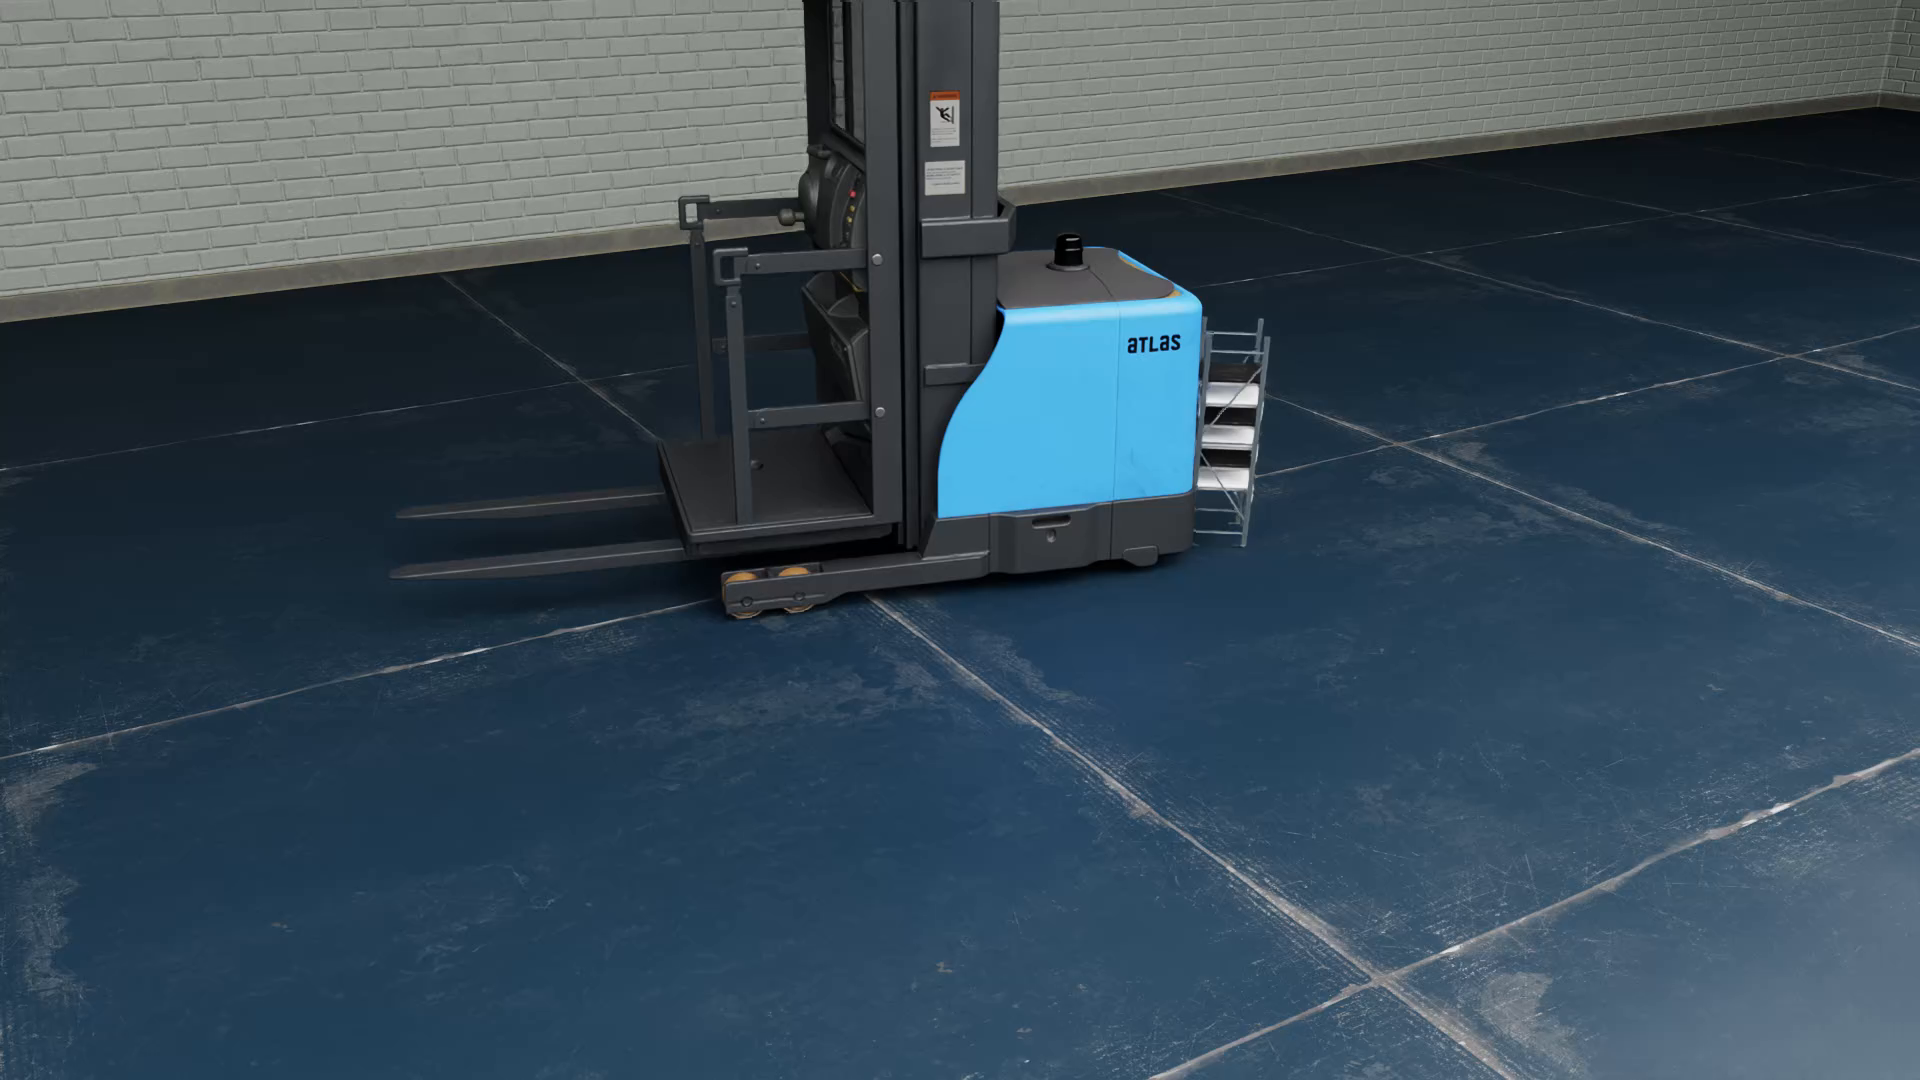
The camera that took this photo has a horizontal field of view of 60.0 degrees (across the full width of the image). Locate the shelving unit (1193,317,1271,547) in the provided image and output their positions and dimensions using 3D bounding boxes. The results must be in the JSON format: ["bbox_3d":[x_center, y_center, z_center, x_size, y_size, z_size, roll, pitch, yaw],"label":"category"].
[{"bbox_3d":[1.052,-0.422,6.620,0.258,0.900,0.210,2,28,1],"label":"shelving unit"}]

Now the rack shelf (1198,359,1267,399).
[{"bbox_3d":[1.058,-0.632,6.510,0.258,0.077,0.200,2,28,1],"label":"rack shelf"}]

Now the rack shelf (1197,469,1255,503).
[{"bbox_3d":[1.047,-0.233,6.718,0.258,0.077,0.200,2,28,1],"label":"rack shelf"}]

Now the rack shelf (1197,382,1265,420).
[{"bbox_3d":[1.056,-0.552,6.552,0.258,0.077,0.200,2,28,1],"label":"rack shelf"}]

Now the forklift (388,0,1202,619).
[{"bbox_3d":[-0.653,-1.290,6.093,3.031,2.935,1.130,-6,23,-14],"label":"forklift"}]

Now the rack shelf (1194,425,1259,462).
[{"bbox_3d":[1.051,-0.392,6.635,0.258,0.077,0.200,2,28,1],"label":"rack shelf"}]

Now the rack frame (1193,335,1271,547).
[{"bbox_3d":[1.049,-0.375,6.530,0.240,0.900,0.006,2,28,1],"label":"rack frame"}]

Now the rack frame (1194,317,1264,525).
[{"bbox_3d":[1.055,-0.469,6.710,0.240,0.900,0.006,2,28,1],"label":"rack frame"}]

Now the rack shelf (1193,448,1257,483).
[{"bbox_3d":[1.049,-0.313,6.677,0.258,0.077,0.200,2,28,1],"label":"rack shelf"}]

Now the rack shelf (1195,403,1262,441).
[{"bbox_3d":[1.054,-0.472,6.594,0.258,0.077,0.200,2,28,1],"label":"rack shelf"}]
